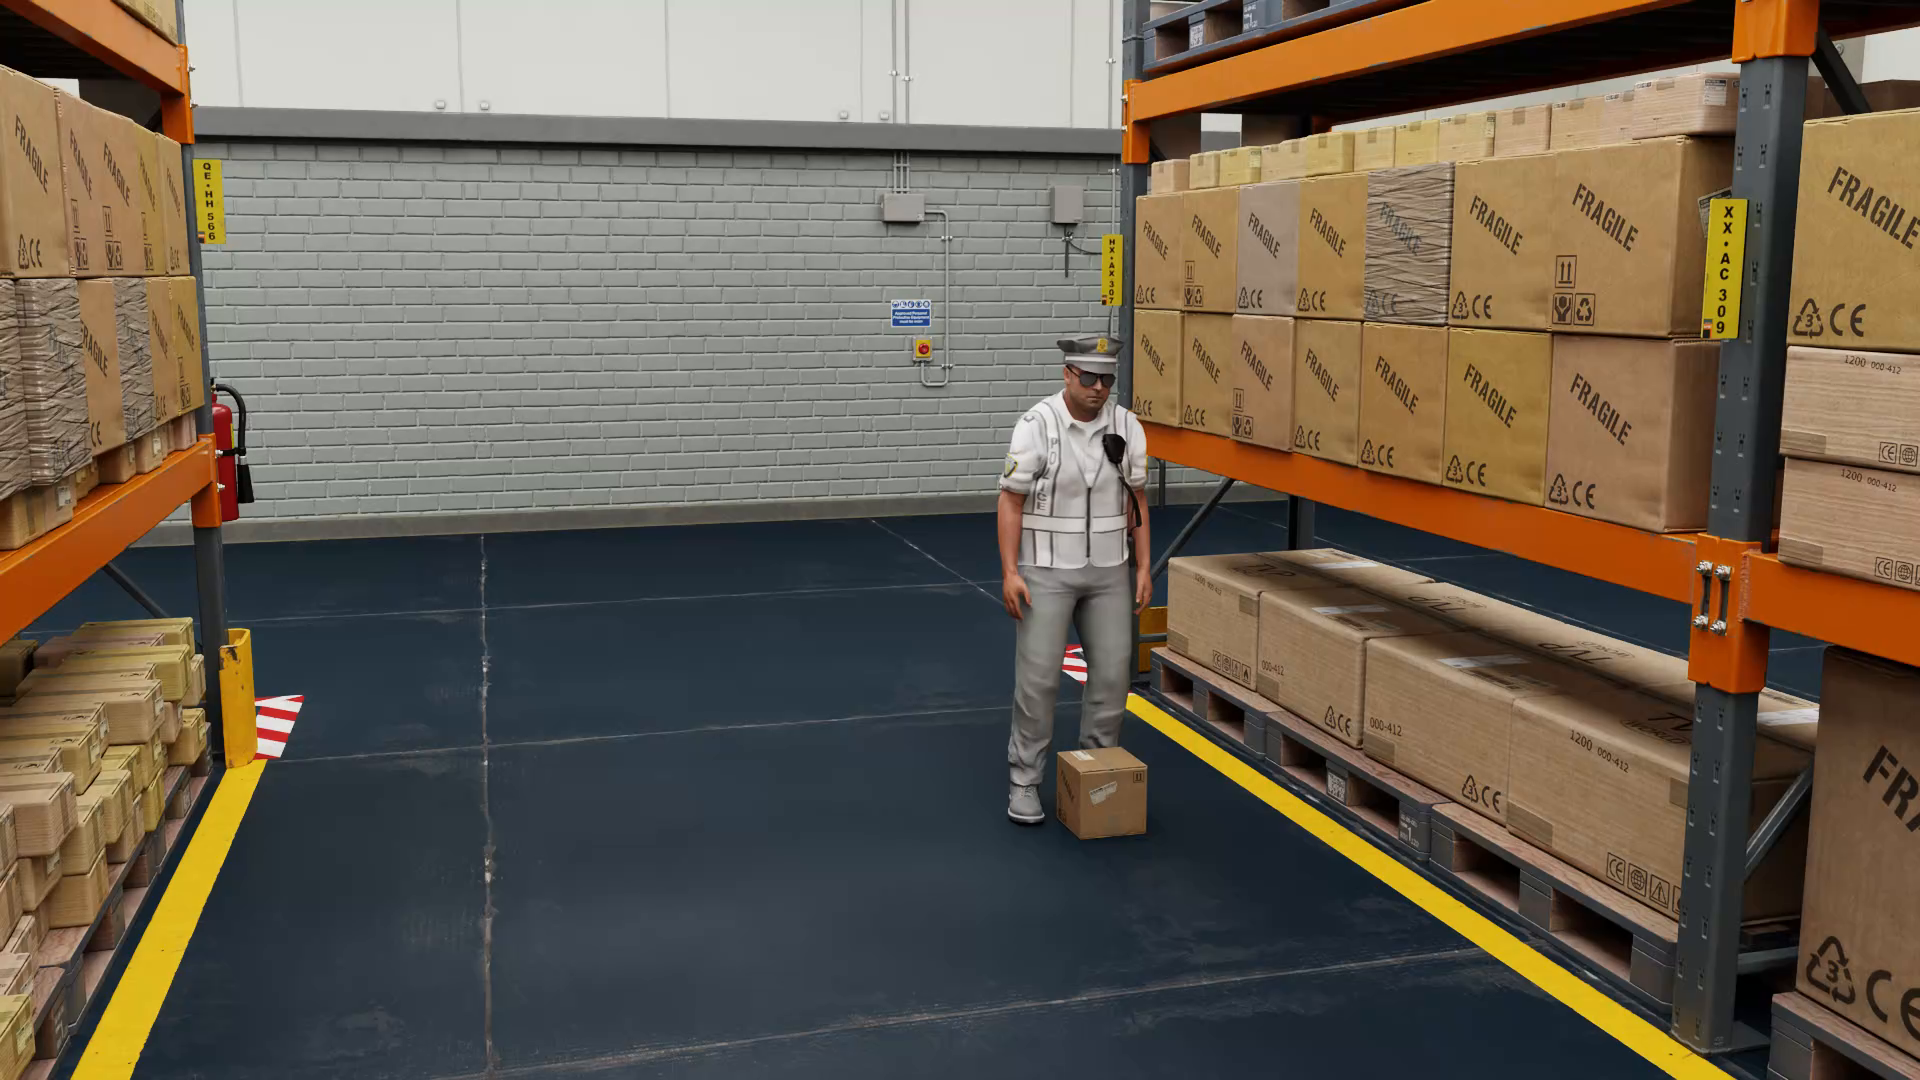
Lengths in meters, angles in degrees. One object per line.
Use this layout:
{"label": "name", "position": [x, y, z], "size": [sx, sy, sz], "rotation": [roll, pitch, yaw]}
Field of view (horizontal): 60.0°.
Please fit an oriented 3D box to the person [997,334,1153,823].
{"label": "person", "position": [0.419, 0.122, 6.091], "size": [0.586, 1.748, 0.436], "rotation": [-3, 10, -16]}
